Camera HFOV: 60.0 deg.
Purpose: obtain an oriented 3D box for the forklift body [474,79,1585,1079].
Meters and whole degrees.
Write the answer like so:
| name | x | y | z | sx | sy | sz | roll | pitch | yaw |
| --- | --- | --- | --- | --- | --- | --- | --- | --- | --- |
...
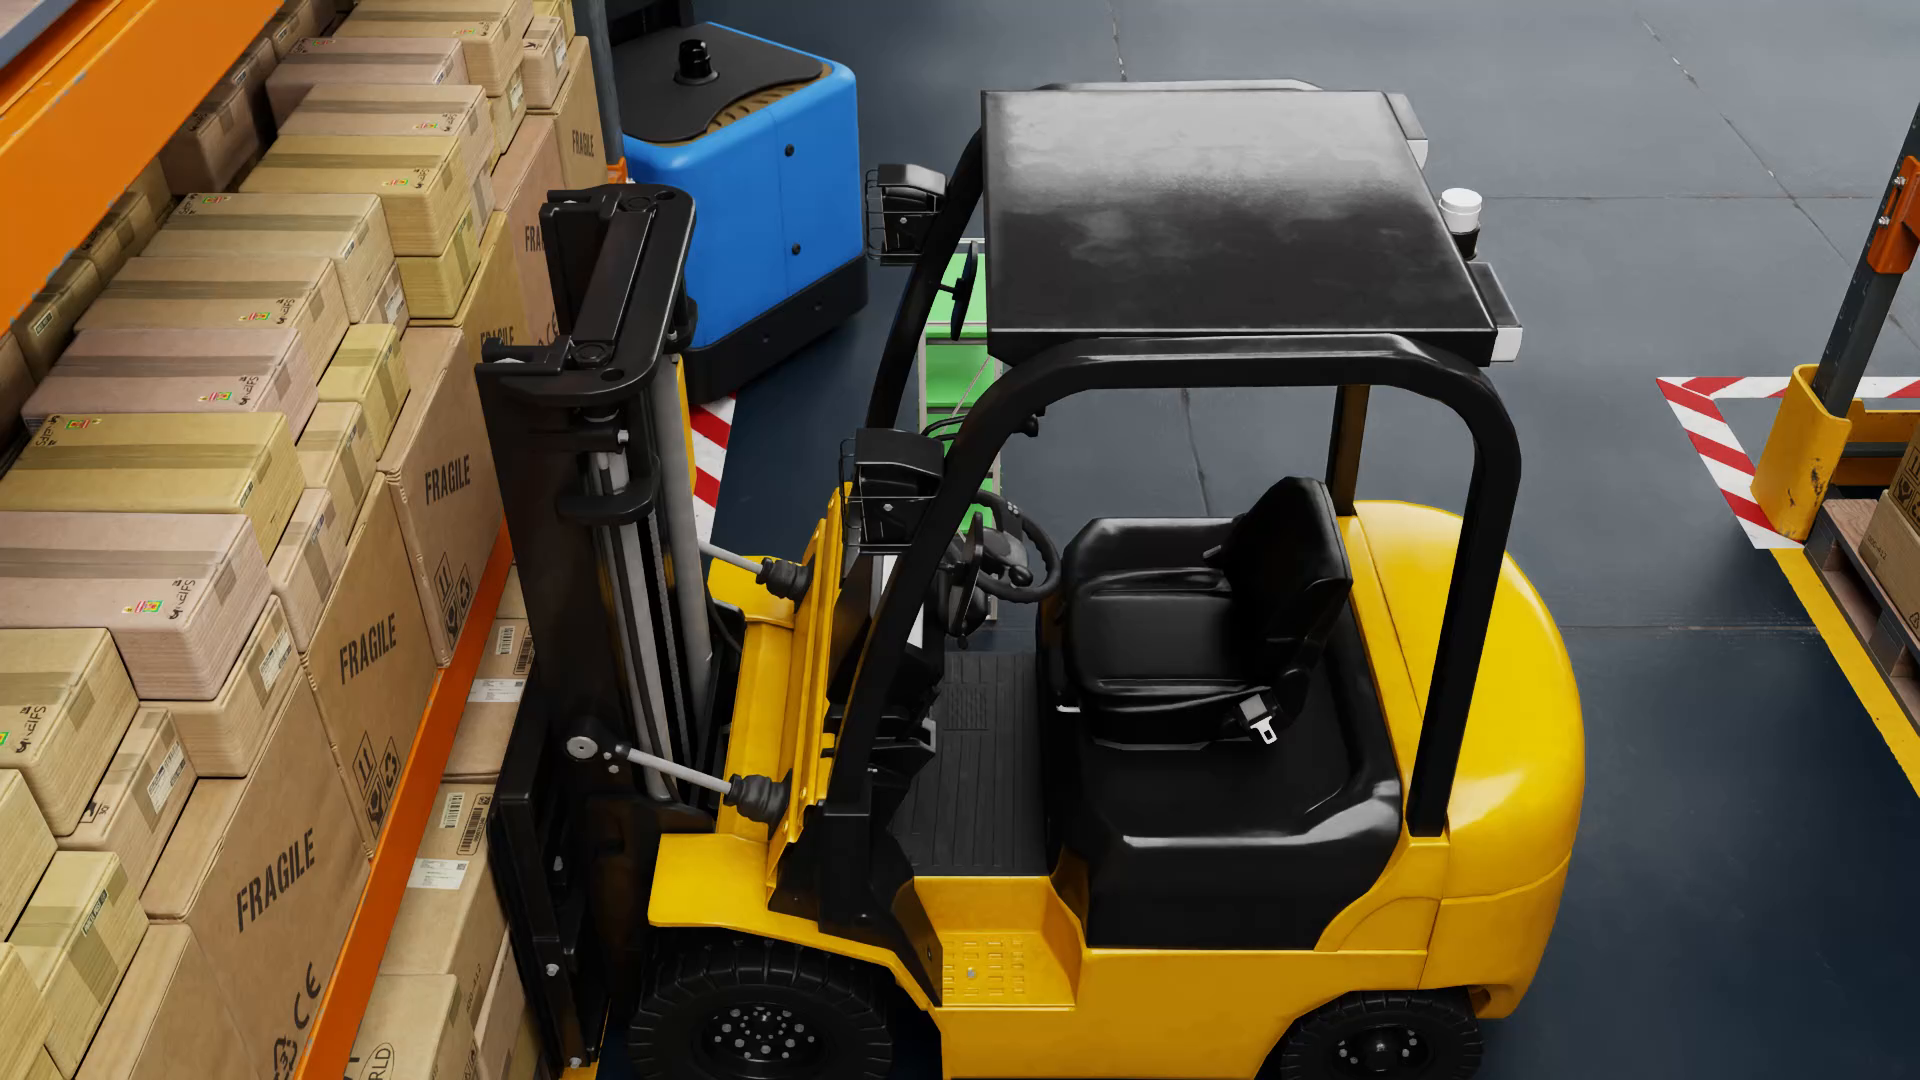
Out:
| name | x | y | z | sx | sy | sz | roll | pitch | yaw |
| --- | --- | --- | --- | --- | --- | --- | --- | --- | --- |
| forklift body | 0.286 | 0.198 | 3.783 | 2.313 | 2.155 | 1.214 | 0 | 39 | 0 |

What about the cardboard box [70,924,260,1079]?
| name | x | y | z | sx | sy | sz | roll | pitch | yaw |
| --- | --- | --- | --- | --- | --- | --- | --- | --- | --- |
| cardboard box | -1.276 | 0.867 | 2.189 | 0.500 | 0.500 | 0.500 | -1 | 39 | -1 |

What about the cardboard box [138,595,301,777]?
| name | x | y | z | sx | sy | sz | roll | pitch | yaw |
| --- | --- | --- | --- | --- | --- | --- | --- | --- | --- |
| cardboard box | -1.230 | 0.213 | 2.487 | 0.380 | 0.149 | 0.250 | 1 | 39 | 1 |

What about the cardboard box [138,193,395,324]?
| name | x | y | z | sx | sy | sz | roll | pitch | yaw |
| --- | --- | --- | --- | --- | --- | --- | --- | --- | --- |
| cardboard box | -1.322 | -0.543 | 3.192 | 0.380 | 0.149 | 0.250 | 0 | 39 | 1 |

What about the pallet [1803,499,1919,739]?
| name | x | y | z | sx | sy | sz | roll | pitch | yaw |
| --- | --- | --- | --- | --- | --- | --- | --- | --- | --- |
| pallet | 3.389 | 0.320 | 5.182 | 1.003 | 0.211 | 1.213 | 0 | 39 | 0 |

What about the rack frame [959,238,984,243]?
| name | x | y | z | sx | sy | sz | roll | pitch | yaw |
| --- | --- | --- | --- | --- | --- | --- | --- | --- | --- |
| rack frame | 0.000 | -0.517 | 5.436 | 0.240 | 1.200 | 0.015 | 0 | 39 | 0 |

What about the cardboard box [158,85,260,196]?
| name | x | y | z | sx | sy | sz | roll | pitch | yaw |
| --- | --- | --- | --- | --- | --- | --- | --- | --- | --- |
| cardboard box | -1.762 | -0.867 | 3.597 | 0.380 | 0.149 | 0.250 | 1 | 39 | 1 |

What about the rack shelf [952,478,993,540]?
| name | x | y | z | sx | sy | sz | roll | pitch | yaw |
| --- | --- | --- | --- | --- | --- | --- | --- | --- | --- |
| rack shelf | 0.000 | -0.128 | 5.436 | 0.258 | 0.148 | 0.480 | 0 | 39 | 0 |

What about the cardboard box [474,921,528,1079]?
| name | x | y | z | sx | sy | sz | roll | pitch | yaw |
| --- | --- | --- | --- | --- | --- | --- | --- | --- | --- |
| cardboard box | -1.220 | 0.966 | 3.609 | 0.500 | 0.250 | 0.500 | 0 | 39 | 0 |

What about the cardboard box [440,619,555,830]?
| name | x | y | z | sx | sy | sz | roll | pitch | yaw |
| --- | --- | --- | --- | --- | --- | --- | --- | --- | --- |
| cardboard box | -1.218 | 0.441 | 3.865 | 0.500 | 0.250 | 0.500 | -1 | 39 | -1 |

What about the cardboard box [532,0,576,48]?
| name | x | y | z | sx | sy | sz | roll | pitch | yaw |
| --- | --- | --- | --- | --- | --- | --- | --- | --- | --- |
| cardboard box | -1.260 | -1.393 | 4.491 | 0.380 | 0.149 | 0.250 | 0 | 39 | 1 |

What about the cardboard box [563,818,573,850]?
| name | x | y | z | sx | sy | sz | roll | pitch | yaw |
| --- | --- | --- | --- | --- | --- | --- | --- | --- | --- |
| cardboard box | -1.219 | 0.834 | 4.174 | 0.500 | 0.250 | 0.500 | 1 | 39 | 1 |

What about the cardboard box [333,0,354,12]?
| name | x | y | z | sx | sy | sz | roll | pitch | yaw |
| --- | --- | --- | --- | --- | --- | --- | --- | --- | --- |
| cardboard box | -1.754 | -1.516 | 4.406 | 0.380 | 0.149 | 0.250 | -1 | 39 | -1 |

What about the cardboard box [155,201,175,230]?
| name | x | y | z | sx | sy | sz | roll | pitch | yaw |
| --- | --- | --- | --- | --- | --- | --- | --- | --- | --- |
| cardboard box | -1.869 | -0.593 | 3.493 | 0.380 | 0.149 | 0.250 | 1 | 39 | 2 |

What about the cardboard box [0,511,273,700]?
| name | x | y | z | sx | sy | sz | roll | pitch | yaw |
| --- | --- | --- | --- | --- | --- | --- | --- | --- | --- |
| cardboard box | -1.237 | 0.092 | 2.400 | 0.380 | 0.149 | 0.250 | 1 | 39 | 1 |

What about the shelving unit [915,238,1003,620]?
| name | x | y | z | sx | sy | sz | roll | pitch | yaw |
| --- | --- | --- | --- | --- | --- | --- | --- | --- | --- |
| shelving unit | 0.000 | -0.365 | 5.246 | 0.258 | 1.200 | 0.503 | 0 | 39 | 0 |

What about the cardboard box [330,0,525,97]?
| name | x | y | z | sx | sy | sz | roll | pitch | yaw |
| --- | --- | --- | --- | --- | --- | --- | --- | --- | --- |
| cardboard box | -1.271 | -1.184 | 3.993 | 0.380 | 0.149 | 0.250 | 1 | 39 | 1 |

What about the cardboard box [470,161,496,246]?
| name | x | y | z | sx | sy | sz | roll | pitch | yaw |
| --- | --- | --- | --- | --- | --- | --- | --- | --- | --- |
| cardboard box | -1.255 | -0.749 | 3.687 | 0.380 | 0.149 | 0.250 | -1 | 39 | -2 |

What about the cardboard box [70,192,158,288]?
| name | x | y | z | sx | sy | sz | roll | pitch | yaw |
| --- | --- | --- | --- | --- | --- | --- | --- | --- | --- |
| cardboard box | -1.781 | -0.548 | 3.199 | 0.380 | 0.149 | 0.250 | 0 | 39 | 0 |

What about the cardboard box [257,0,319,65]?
| name | x | y | z | sx | sy | sz | roll | pitch | yaw |
| --- | --- | --- | --- | --- | --- | --- | --- | --- | --- |
| cardboard box | -1.773 | -1.187 | 3.996 | 0.380 | 0.149 | 0.250 | 1 | 39 | 1 |

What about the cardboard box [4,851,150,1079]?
| name | x | y | z | sx | sy | sz | roll | pitch | yaw |
| --- | --- | --- | --- | --- | --- | --- | --- | --- | --- |
| cardboard box | -1.275 | 0.530 | 2.091 | 0.380 | 0.149 | 0.250 | 1 | 39 | 1 |

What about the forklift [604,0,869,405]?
| name | x | y | z | sx | sy | sz | roll | pitch | yaw |
| --- | --- | --- | --- | --- | --- | --- | --- | --- | --- |
| forklift | -1.854 | -2.408 | 6.411 | 3.031 | 2.935 | 1.130 | 26 | 45 | 28 |

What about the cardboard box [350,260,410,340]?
| name | x | y | z | sx | sy | sz | roll | pitch | yaw |
| --- | --- | --- | --- | --- | --- | --- | --- | --- | --- |
| cardboard box | -1.324 | -0.435 | 3.295 | 0.380 | 0.149 | 0.250 | 0 | 39 | 0 |

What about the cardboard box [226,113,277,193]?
| name | x | y | z | sx | sy | sz | roll | pitch | yaw |
| --- | --- | --- | --- | --- | --- | --- | --- | --- | --- |
| cardboard box | -1.802 | -0.917 | 3.897 | 0.380 | 0.149 | 0.250 | -1 | 39 | -2 |

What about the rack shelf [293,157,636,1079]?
| name | x | y | z | sx | sy | sz | roll | pitch | yaw |
| --- | --- | --- | --- | --- | --- | --- | --- | --- | --- |
| rack shelf | -1.538 | 0.214 | 3.660 | 1.077 | 0.370 | 4.000 | 0 | 39 | 0 |

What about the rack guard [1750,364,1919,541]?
| name | x | y | z | sx | sy | sz | roll | pitch | yaw |
| --- | --- | --- | --- | --- | --- | --- | --- | --- | --- |
| rack guard | 3.423 | -0.301 | 5.725 | 1.175 | 0.500 | 0.348 | 0 | 39 | 0 |

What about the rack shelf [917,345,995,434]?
| name | x | y | z | sx | sy | sz | roll | pitch | yaw |
| --- | --- | --- | --- | --- | --- | --- | --- | --- | --- |
| rack shelf | 0.000 | -0.502 | 5.135 | 0.258 | 0.148 | 0.480 | 0 | 39 | 0 |

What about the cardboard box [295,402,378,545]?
| name | x | y | z | sx | sy | sz | roll | pitch | yaw |
| --- | --- | --- | --- | --- | --- | --- | --- | --- | --- |
| cardboard box | -1.246 | -0.108 | 2.888 | 0.380 | 0.149 | 0.250 | -1 | 39 | -1 |

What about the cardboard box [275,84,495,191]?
| name | x | y | z | sx | sy | sz | roll | pitch | yaw |
| --- | --- | --- | --- | --- | --- | --- | --- | --- | --- |
| cardboard box | -1.234 | -0.866 | 3.595 | 0.380 | 0.149 | 0.250 | 1 | 39 | 1 |

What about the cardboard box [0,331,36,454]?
| name | x | y | z | sx | sy | sz | roll | pitch | yaw |
| --- | --- | --- | --- | --- | --- | --- | --- | --- | --- |
| cardboard box | -1.808 | -0.225 | 2.795 | 0.380 | 0.149 | 0.250 | 0 | 39 | -1 |

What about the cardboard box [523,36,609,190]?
| name | x | y | z | sx | sy | sz | roll | pitch | yaw |
| --- | --- | --- | --- | --- | --- | --- | --- | --- | --- |
| cardboard box | -1.278 | -1.049 | 4.581 | 0.500 | 0.500 | 0.500 | -1 | 39 | -1 |

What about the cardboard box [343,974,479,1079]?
| name | x | y | z | sx | sy | sz | roll | pitch | yaw |
| --- | --- | --- | --- | --- | --- | --- | --- | --- | --- |
| cardboard box | -1.213 | 1.080 | 3.067 | 0.500 | 0.250 | 0.500 | 0 | 39 | 0 |

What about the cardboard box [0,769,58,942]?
| name | x | y | z | sx | sy | sz | roll | pitch | yaw |
| --- | --- | --- | --- | --- | --- | --- | --- | --- | --- |
| cardboard box | -1.348 | 0.412 | 2.000 | 0.380 | 0.149 | 0.250 | 1 | 39 | 1 |

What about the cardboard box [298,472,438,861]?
| name | x | y | z | sx | sy | sz | roll | pitch | yaw |
| --- | --- | --- | --- | --- | --- | --- | --- | --- | --- |
| cardboard box | -1.294 | 0.225 | 2.991 | 0.500 | 0.500 | 0.500 | 0 | 39 | 0 |

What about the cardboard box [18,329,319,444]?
| name | x | y | z | sx | sy | sz | roll | pitch | yaw |
| --- | --- | --- | --- | --- | --- | --- | --- | --- | --- |
| cardboard box | -1.321 | -0.230 | 2.801 | 0.380 | 0.149 | 0.250 | 0 | 39 | 0 |

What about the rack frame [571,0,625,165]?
| name | x | y | z | sx | sy | sz | roll | pitch | yaw |
| --- | --- | --- | --- | --- | --- | --- | --- | --- | --- |
| rack frame | -1.541 | -1.318 | 4.996 | 1.000 | 3.000 | 0.127 | 0 | 39 | 0 |

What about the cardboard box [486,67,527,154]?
| name | x | y | z | sx | sy | sz | roll | pitch | yaw |
| --- | --- | --- | --- | --- | --- | --- | --- | --- | --- |
| cardboard box | -1.291 | -1.071 | 4.089 | 0.380 | 0.149 | 0.250 | 1 | 39 | 1 |

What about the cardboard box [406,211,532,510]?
| name | x | y | z | sx | sy | sz | roll | pitch | yaw |
| --- | --- | --- | --- | --- | --- | --- | --- | --- | --- |
| cardboard box | -1.285 | -0.404 | 3.776 | 0.500 | 0.500 | 0.500 | -1 | 39 | -1 |

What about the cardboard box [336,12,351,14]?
| name | x | y | z | sx | sy | sz | roll | pitch | yaw |
| --- | --- | --- | --- | --- | --- | --- | --- | --- | --- |
| cardboard box | -1.800 | -1.397 | 4.497 | 0.380 | 0.149 | 0.250 | -1 | 39 | -1 |

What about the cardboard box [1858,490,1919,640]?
| name | x | y | z | sx | sy | sz | roll | pitch | yaw |
| --- | --- | --- | --- | --- | --- | --- | --- | --- | --- |
| cardboard box | 3.147 | 0.090 | 5.102 | 0.500 | 0.250 | 0.500 | 0 | 39 | 0 |
